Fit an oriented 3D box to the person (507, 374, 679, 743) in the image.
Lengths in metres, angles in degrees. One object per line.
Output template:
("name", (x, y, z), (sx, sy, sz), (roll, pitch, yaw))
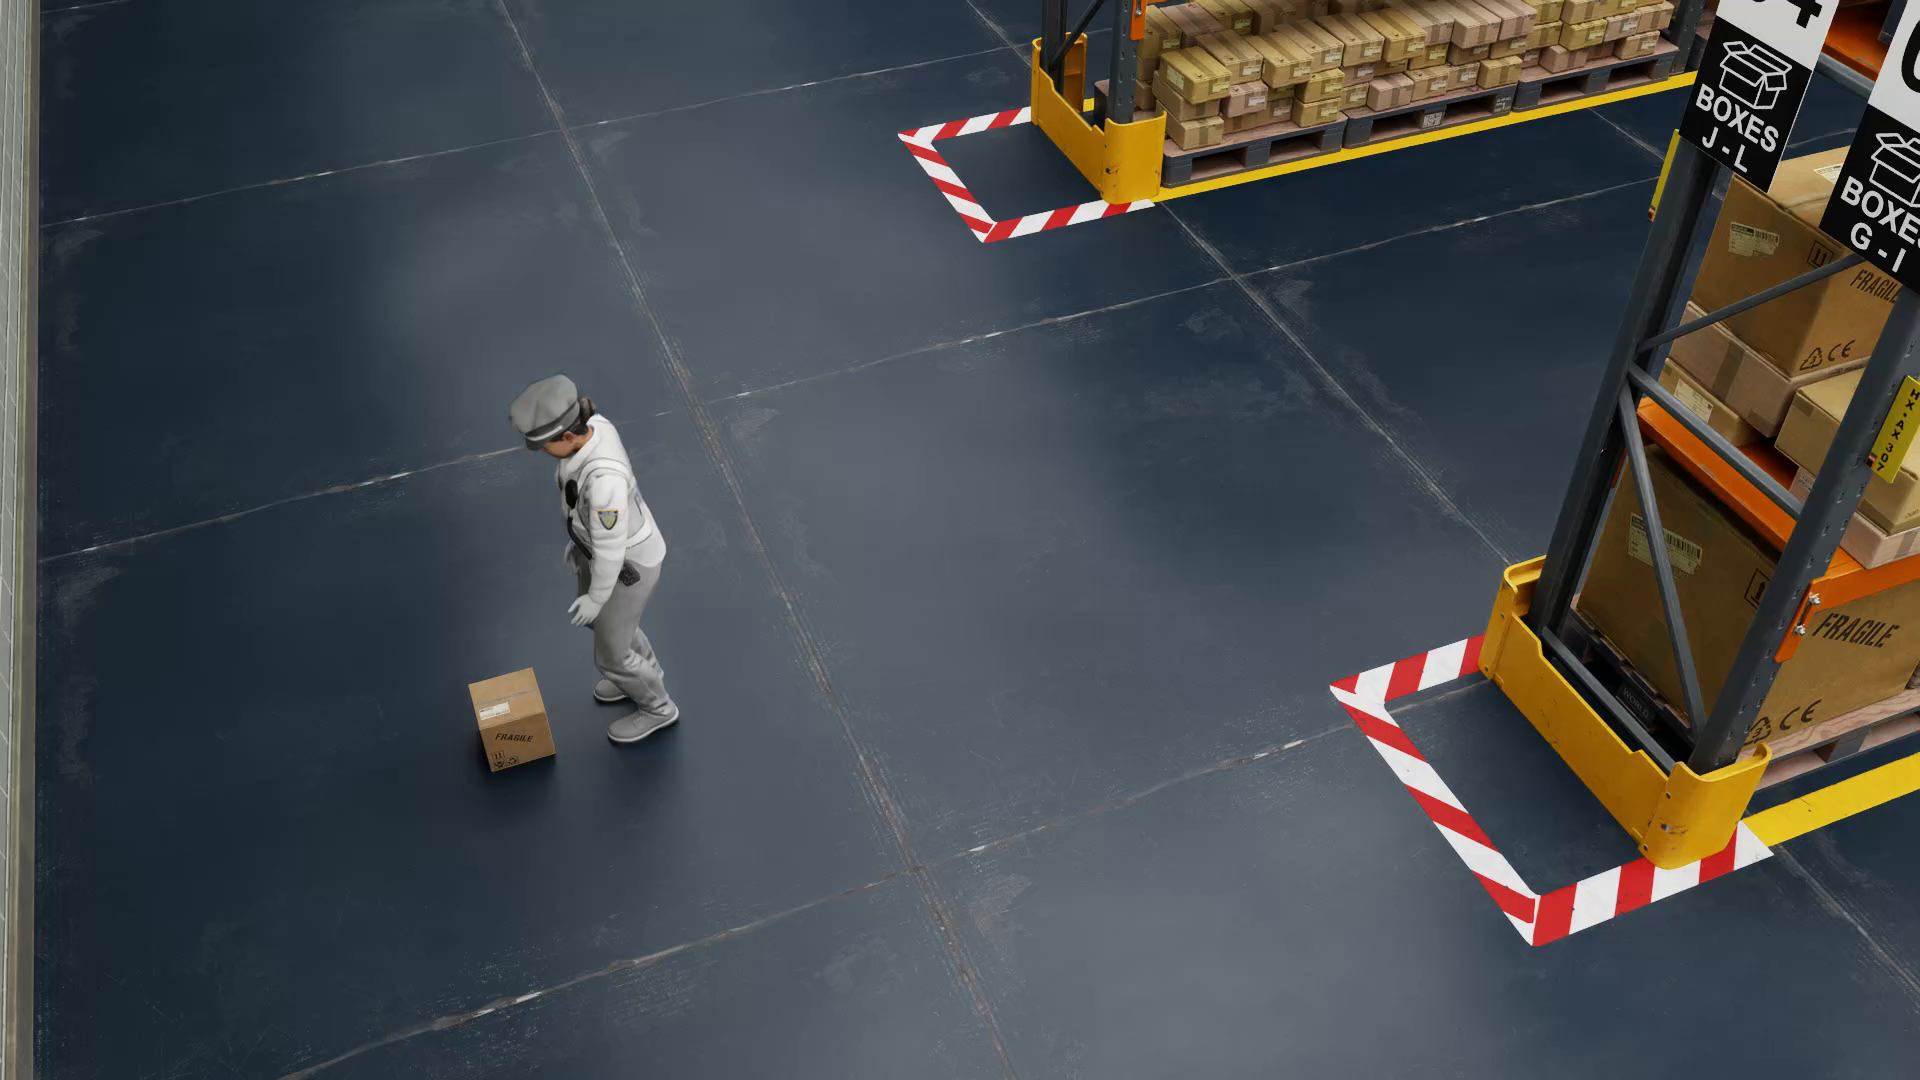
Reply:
("person", (-1.301, 0.090, 6.098), (0.447, 1.626, 0.500), (-14, 44, -15))
